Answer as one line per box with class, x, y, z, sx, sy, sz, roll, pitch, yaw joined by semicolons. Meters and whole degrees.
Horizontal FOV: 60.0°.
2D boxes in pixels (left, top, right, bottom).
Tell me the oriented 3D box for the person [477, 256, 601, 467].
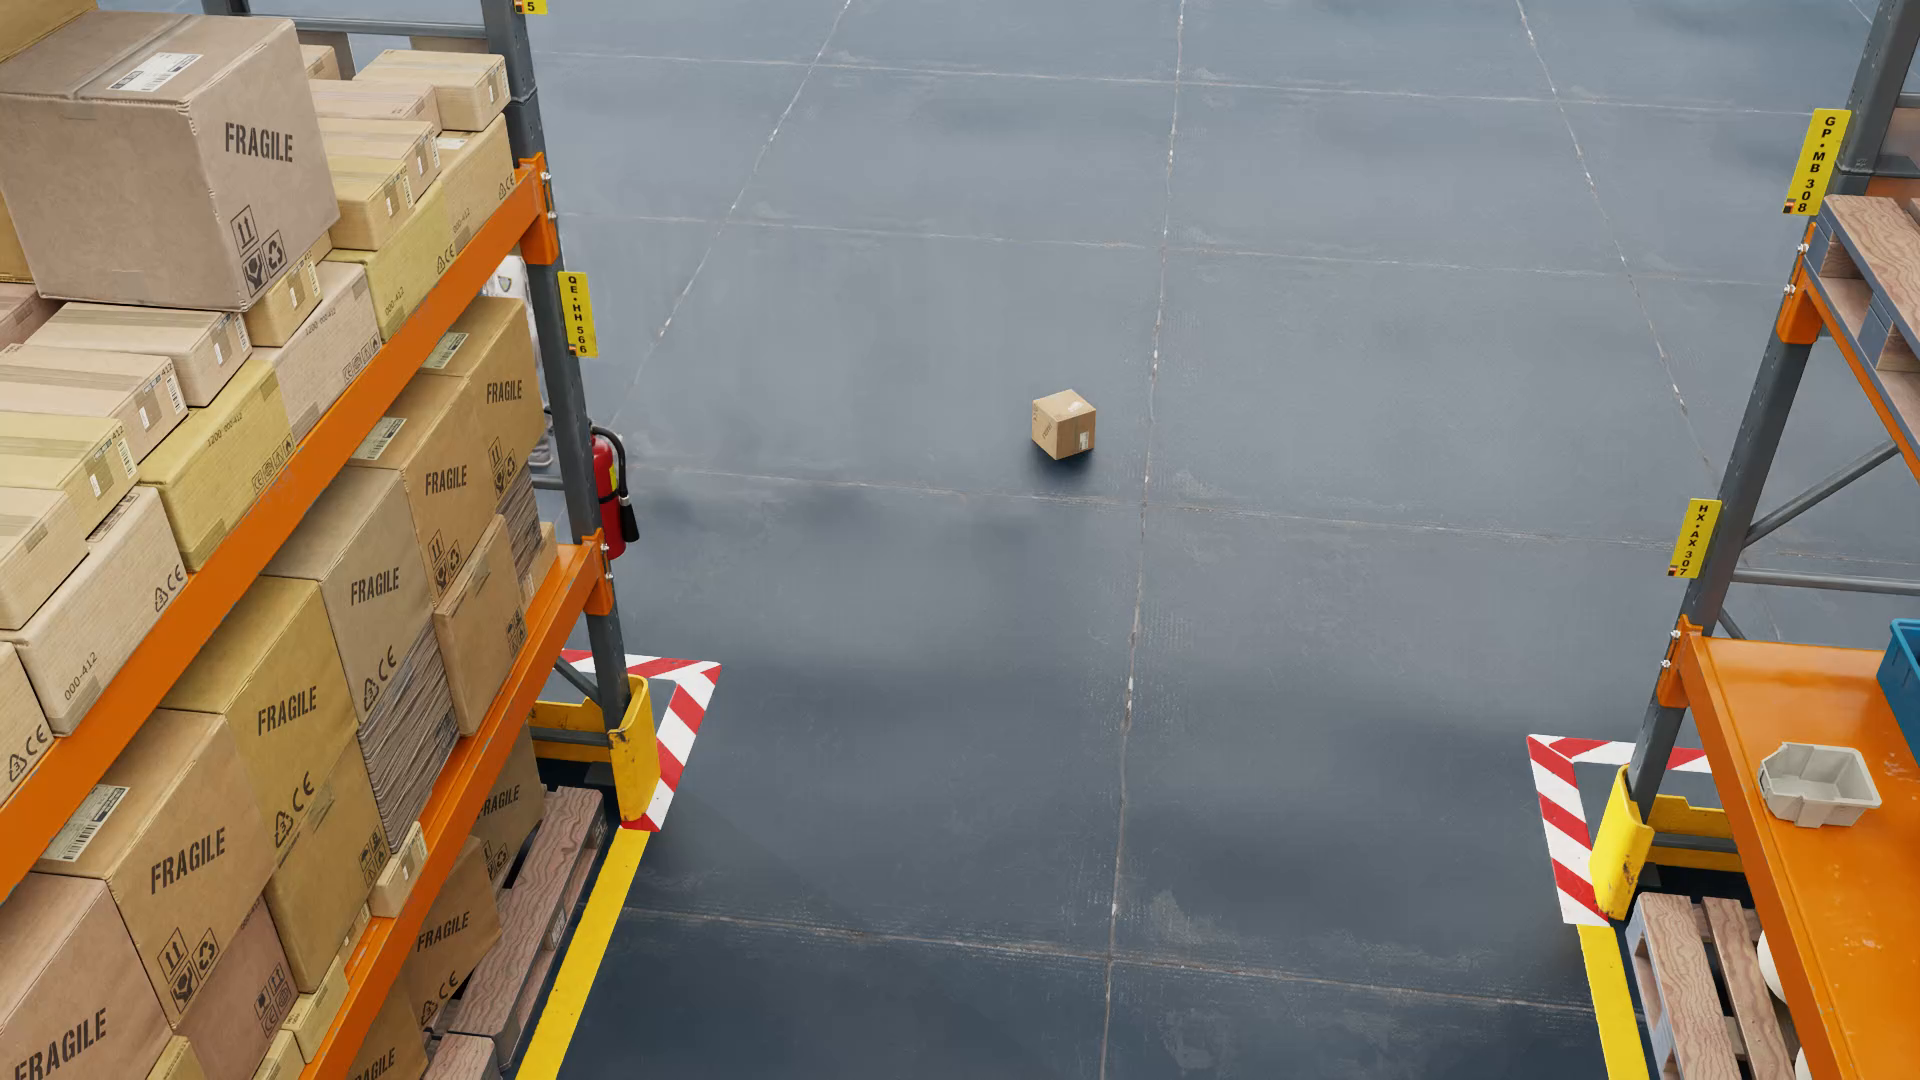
person;-2.165;-1.055;8.409;0.636;1.673;0.491;4;37;5
